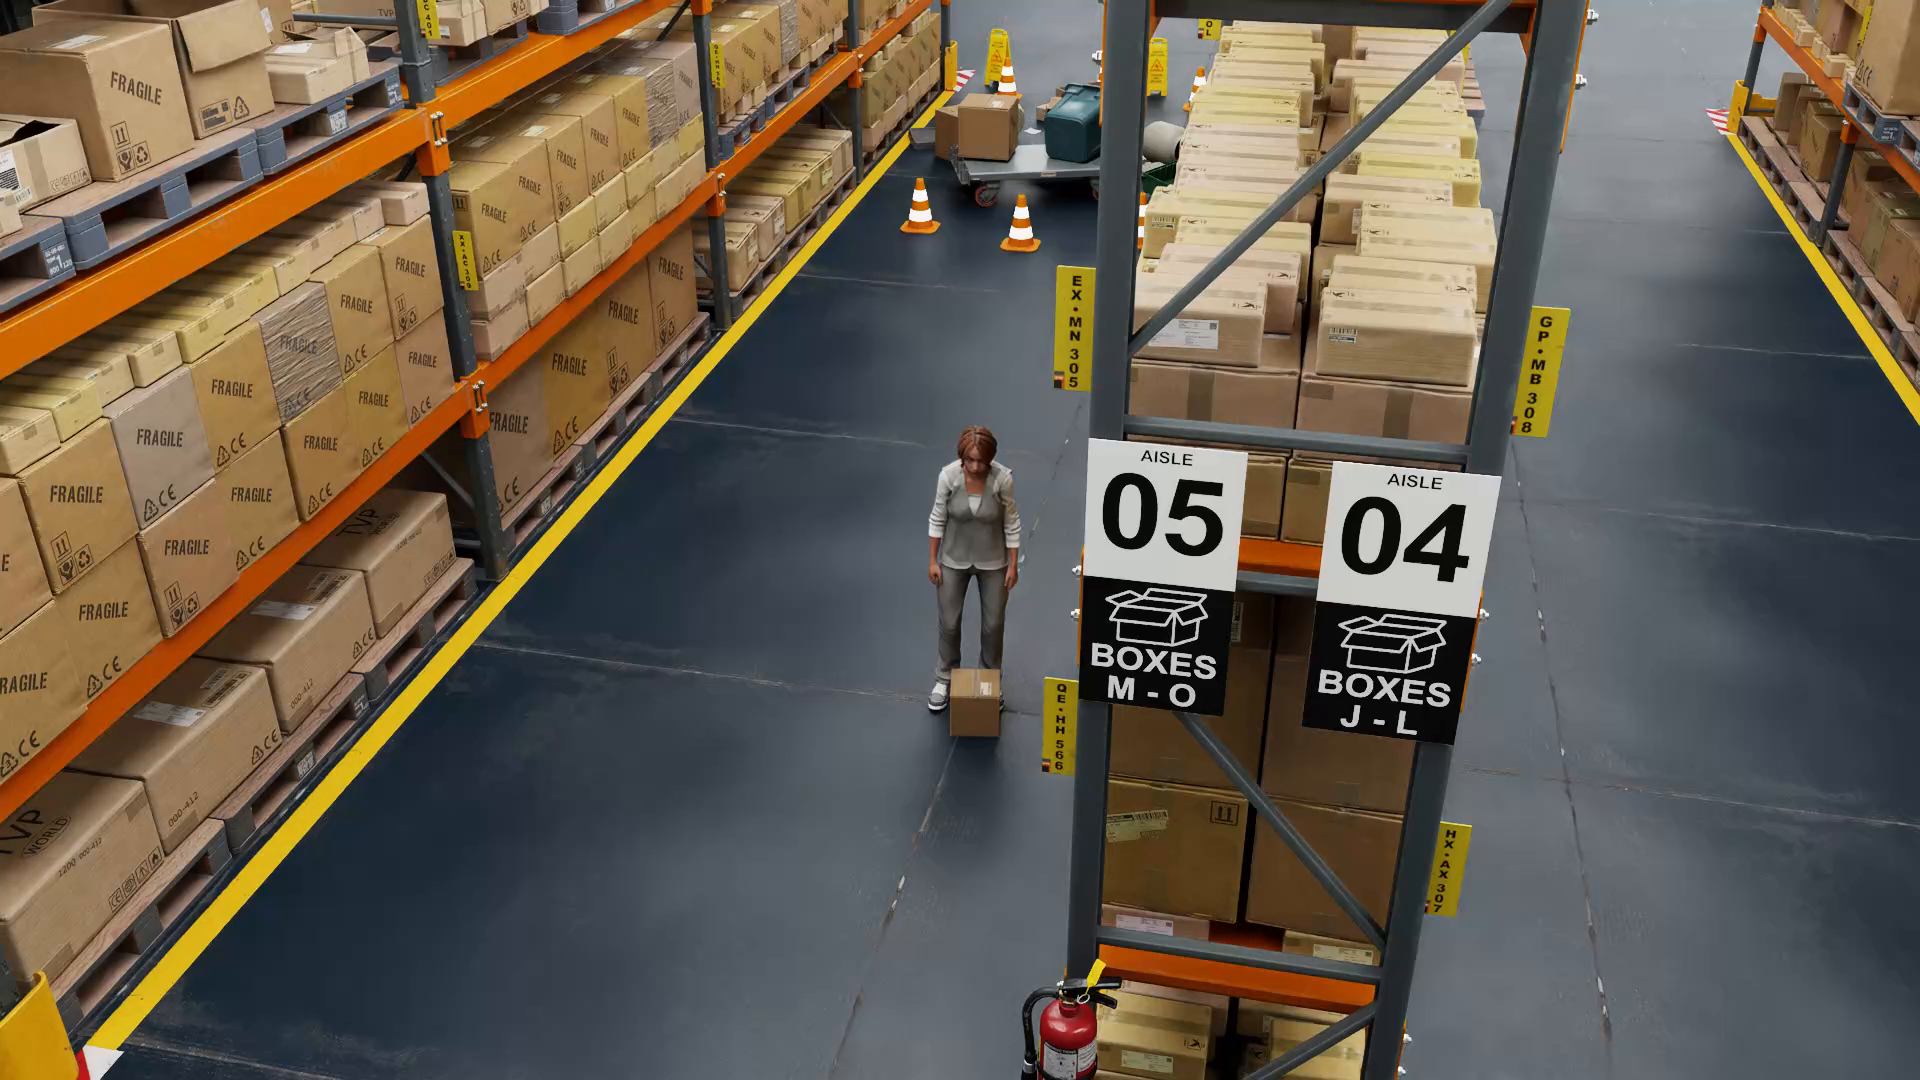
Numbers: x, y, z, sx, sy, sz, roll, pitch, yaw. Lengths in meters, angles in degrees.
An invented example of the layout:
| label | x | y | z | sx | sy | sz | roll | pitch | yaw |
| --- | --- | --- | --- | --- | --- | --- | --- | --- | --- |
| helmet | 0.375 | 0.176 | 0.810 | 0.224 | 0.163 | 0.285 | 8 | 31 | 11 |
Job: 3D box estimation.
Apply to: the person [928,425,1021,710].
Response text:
| label | x | y | z | sx | sy | sz | roll | pitch | yaw |
| --- | --- | --- | --- | --- | --- | --- | --- | --- | --- |
| person | 0.071 | 0.130 | 8.384 | 0.462 | 1.592 | 0.343 | 2 | 29 | 4 |
